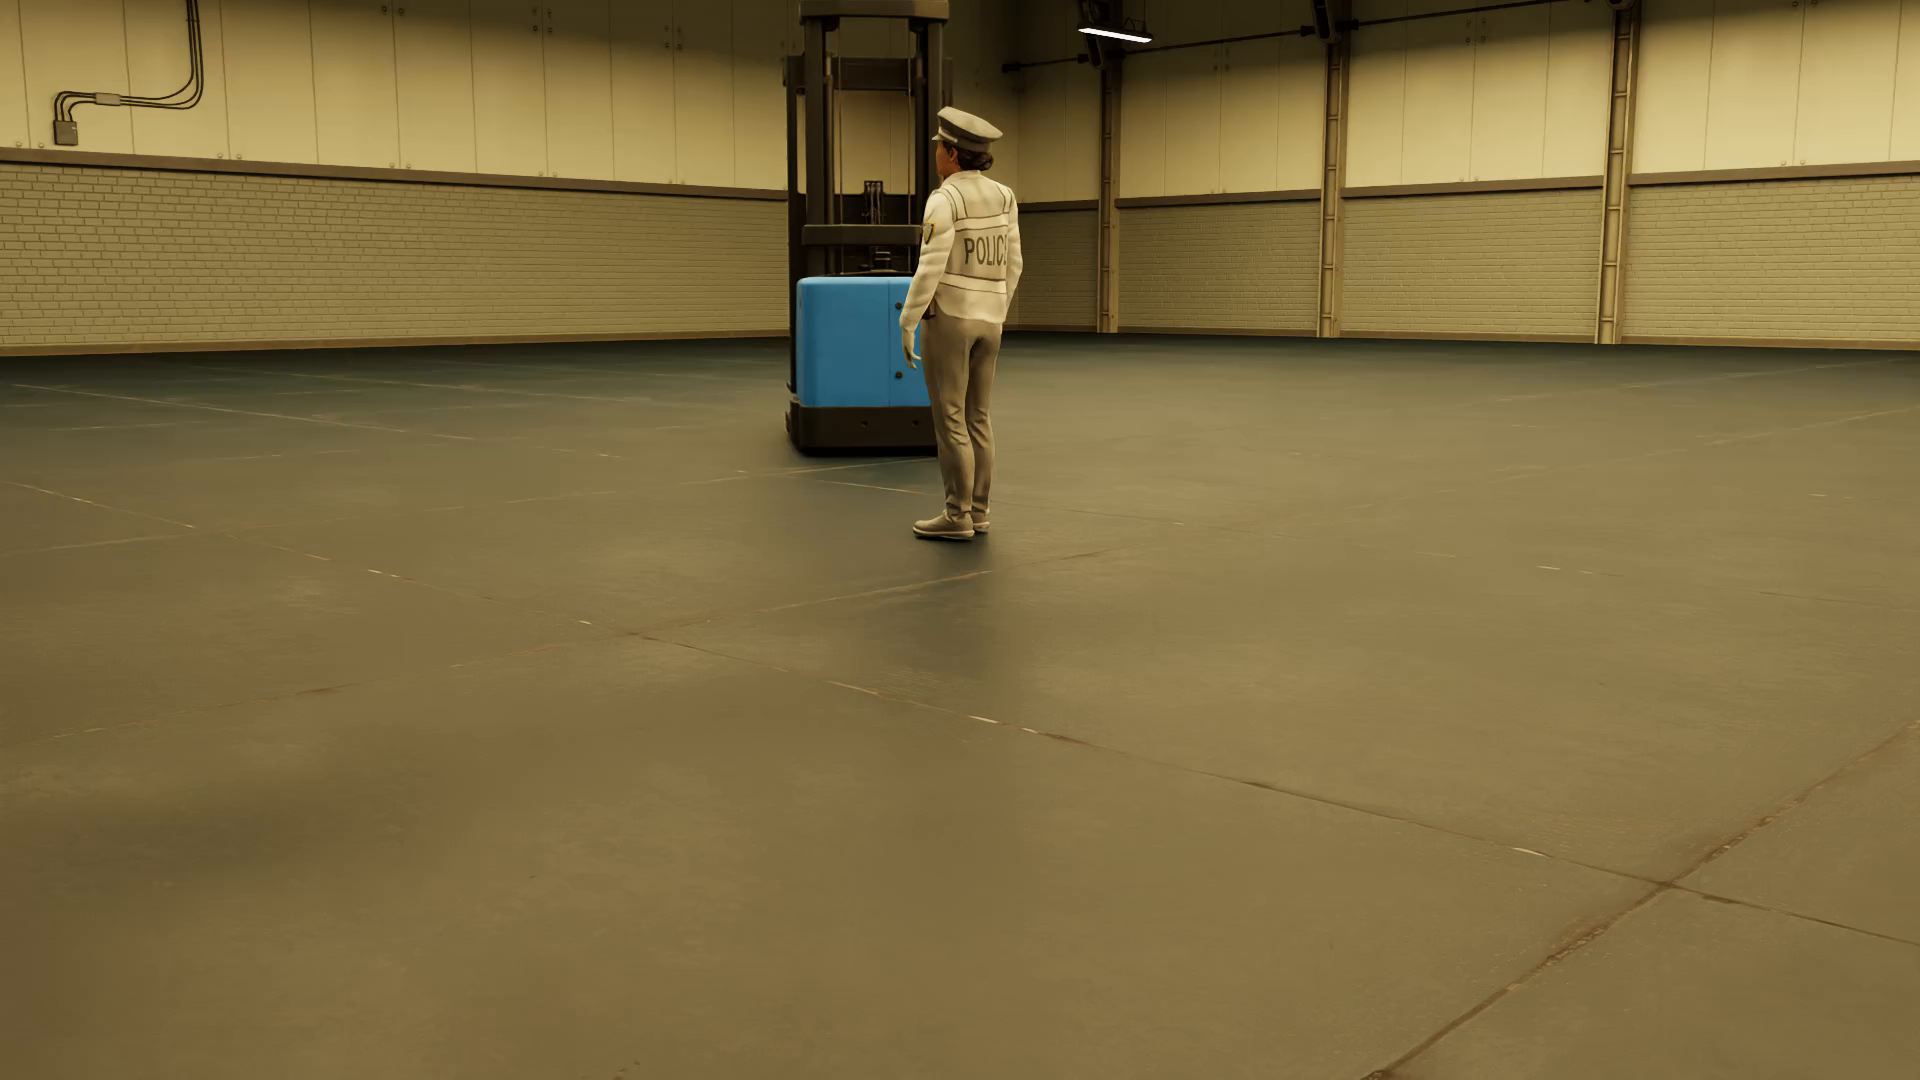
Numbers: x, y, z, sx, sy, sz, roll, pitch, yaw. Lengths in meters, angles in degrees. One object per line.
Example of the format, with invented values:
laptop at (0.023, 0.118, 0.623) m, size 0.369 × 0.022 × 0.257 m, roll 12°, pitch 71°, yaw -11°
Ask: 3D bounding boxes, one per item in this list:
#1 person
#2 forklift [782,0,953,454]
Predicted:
person at (-0.044, -0.853, 6.643) m, size 0.530 × 1.694 × 0.586 m, roll 8°, pitch 12°, yaw 43°
forklift at (-0.623, -2.159, 11.216) m, size 1.130 × 2.935 × 3.031 m, roll -1°, pitch 9°, yaw -8°
